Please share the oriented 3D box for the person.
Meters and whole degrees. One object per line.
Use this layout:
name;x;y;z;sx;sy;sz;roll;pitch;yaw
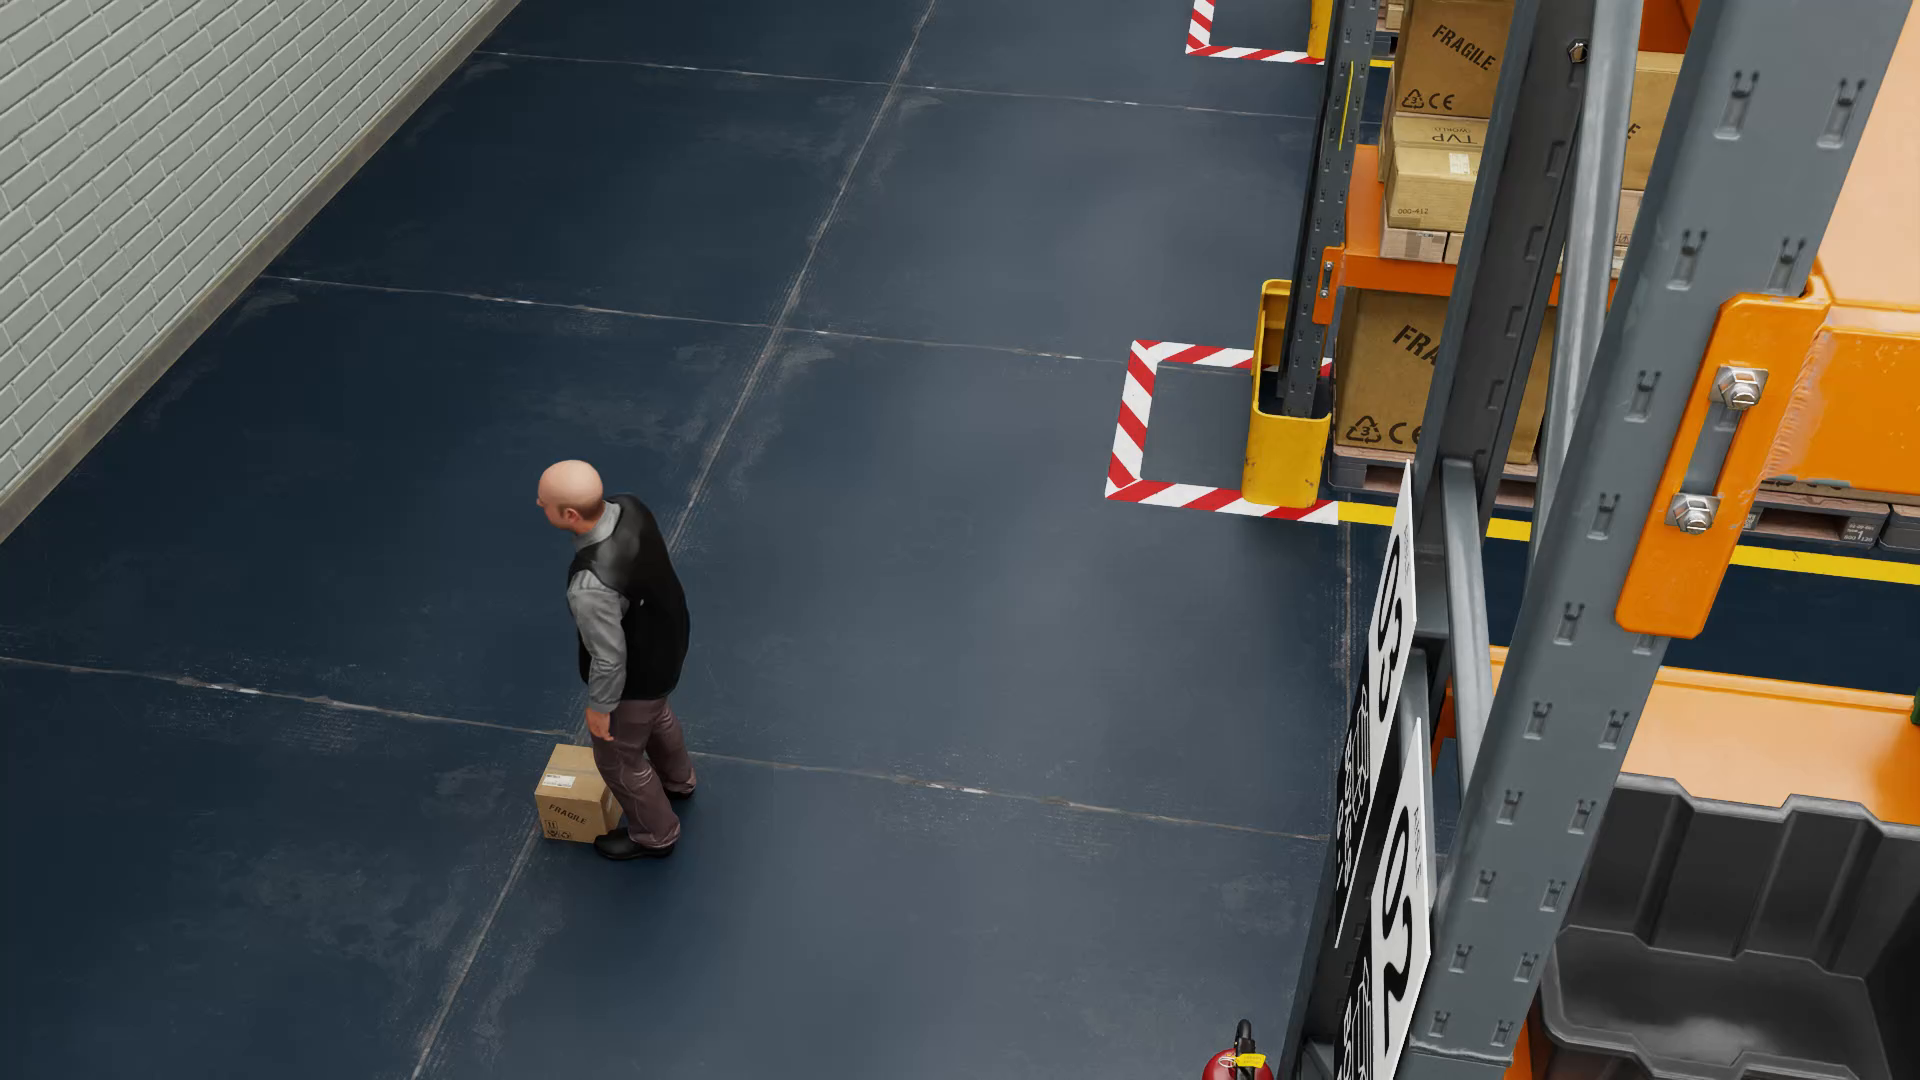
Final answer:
person;-1.130;0.418;5.682;0.420;1.721;0.594;4;40;5
